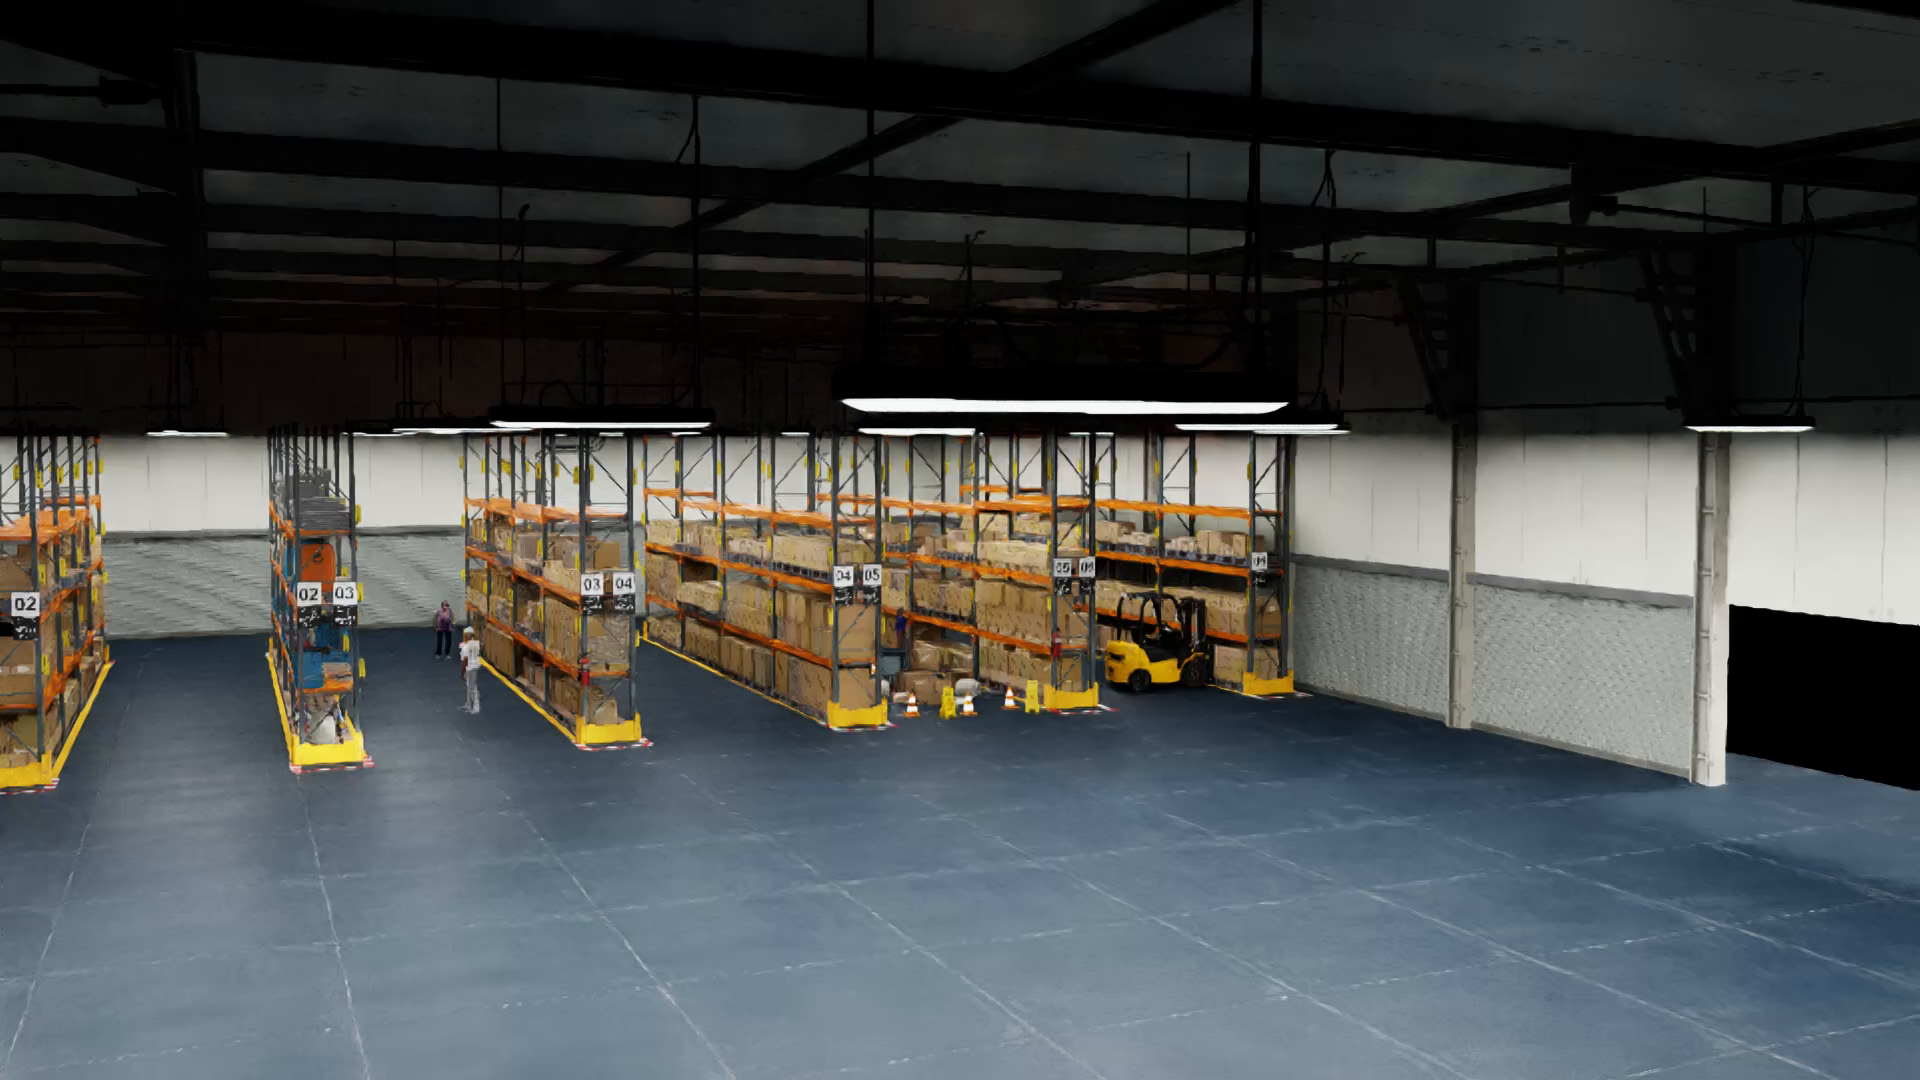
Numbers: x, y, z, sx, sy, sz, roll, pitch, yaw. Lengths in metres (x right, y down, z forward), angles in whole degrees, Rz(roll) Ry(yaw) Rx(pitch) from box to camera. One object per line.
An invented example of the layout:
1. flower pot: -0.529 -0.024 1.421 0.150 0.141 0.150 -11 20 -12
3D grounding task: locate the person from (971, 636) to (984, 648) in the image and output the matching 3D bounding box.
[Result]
1. person: 0.402 2.119 44.169 0.647 1.773 0.673 1 4 10

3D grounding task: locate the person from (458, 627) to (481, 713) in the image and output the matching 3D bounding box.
1. person: -10.276 2.699 34.808 0.592 1.763 0.668 0 4 7

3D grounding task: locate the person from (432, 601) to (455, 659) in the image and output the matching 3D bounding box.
1. person: -13.374 2.337 43.094 0.564 1.521 0.533 -2 4 -26

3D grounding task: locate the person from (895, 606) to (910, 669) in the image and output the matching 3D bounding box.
1. person: -1.442 2.423 40.279 0.557 1.650 0.569 0 3 4
